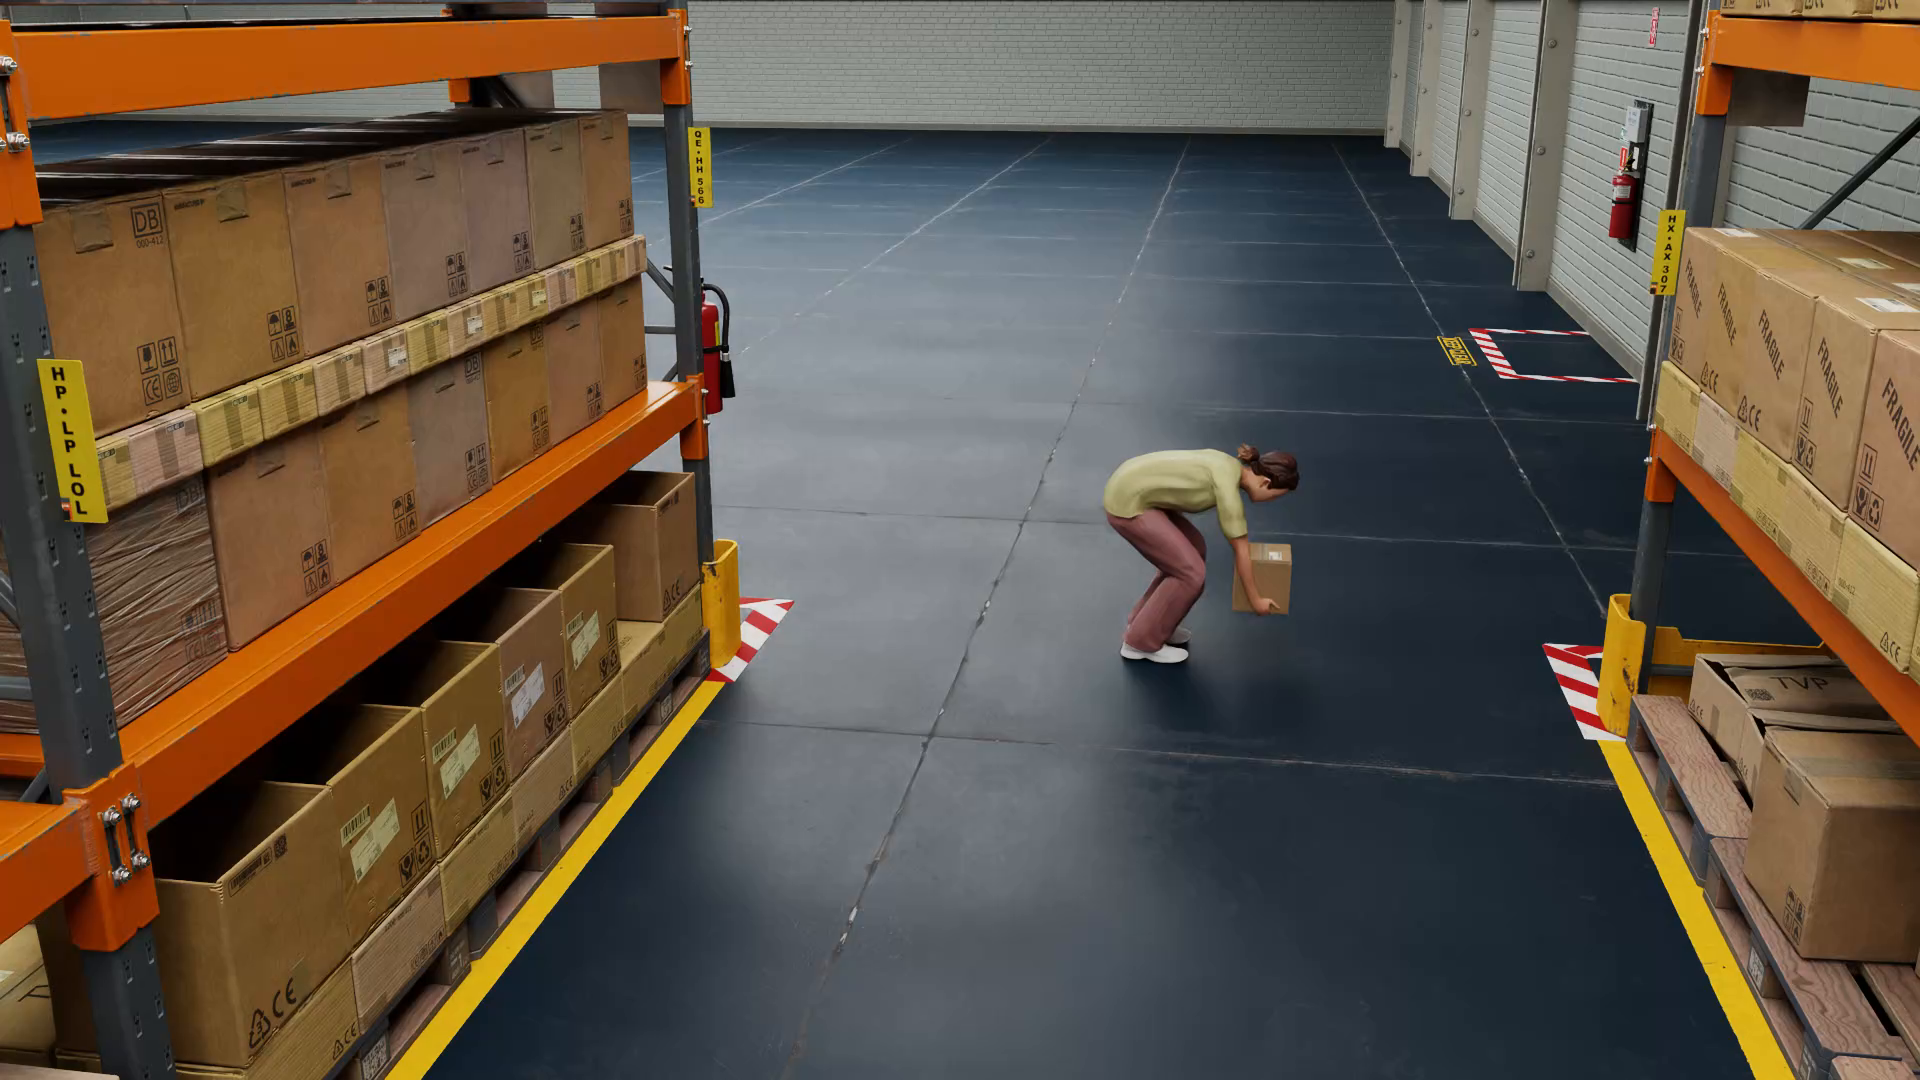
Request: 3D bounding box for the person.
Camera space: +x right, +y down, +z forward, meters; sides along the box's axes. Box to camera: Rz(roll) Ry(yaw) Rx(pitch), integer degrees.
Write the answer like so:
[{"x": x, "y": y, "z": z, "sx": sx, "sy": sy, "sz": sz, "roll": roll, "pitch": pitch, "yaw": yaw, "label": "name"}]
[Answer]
[{"x": 1.074, "y": 0.041, "z": 7.524, "sx": 0.868, "sy": 1.002, "sz": 0.471, "roll": 2, "pitch": 18, "yaw": 7, "label": "person"}]
